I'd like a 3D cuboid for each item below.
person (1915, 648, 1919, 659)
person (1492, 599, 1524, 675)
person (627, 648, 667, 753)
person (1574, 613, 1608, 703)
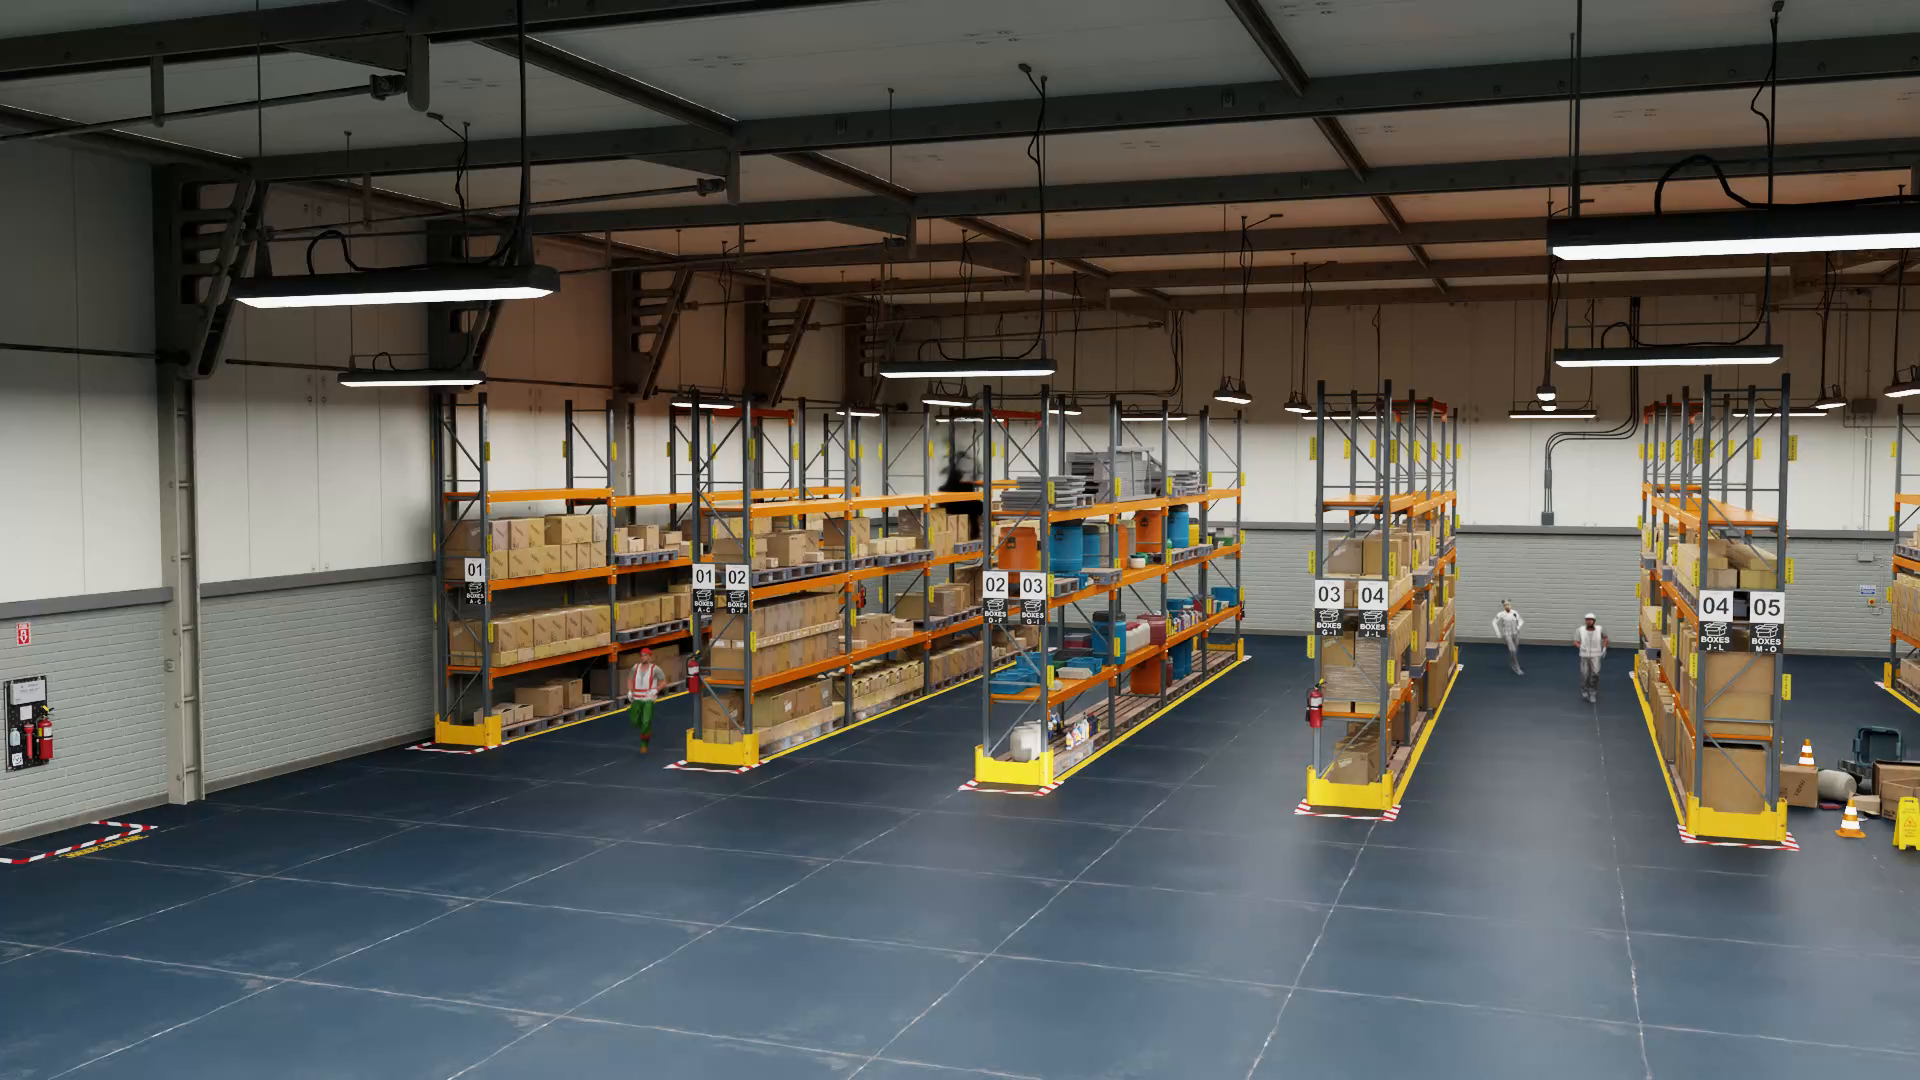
[{"bbox_3d":[20.988,2.221,36.252,0.737,1.704,0.807,-2,4,-33],"label":"person"},{"bbox_3d":[12.412,2.163,37.528,0.663,1.681,0.826,0,3,-2],"label":"person"},{"bbox_3d":[-5.238,2.664,27.750,0.700,1.738,0.598,1,3,13],"label":"person"},{"bbox_3d":[12.597,2.355,33.236,0.634,1.804,0.740,1,3,23],"label":"person"}]
